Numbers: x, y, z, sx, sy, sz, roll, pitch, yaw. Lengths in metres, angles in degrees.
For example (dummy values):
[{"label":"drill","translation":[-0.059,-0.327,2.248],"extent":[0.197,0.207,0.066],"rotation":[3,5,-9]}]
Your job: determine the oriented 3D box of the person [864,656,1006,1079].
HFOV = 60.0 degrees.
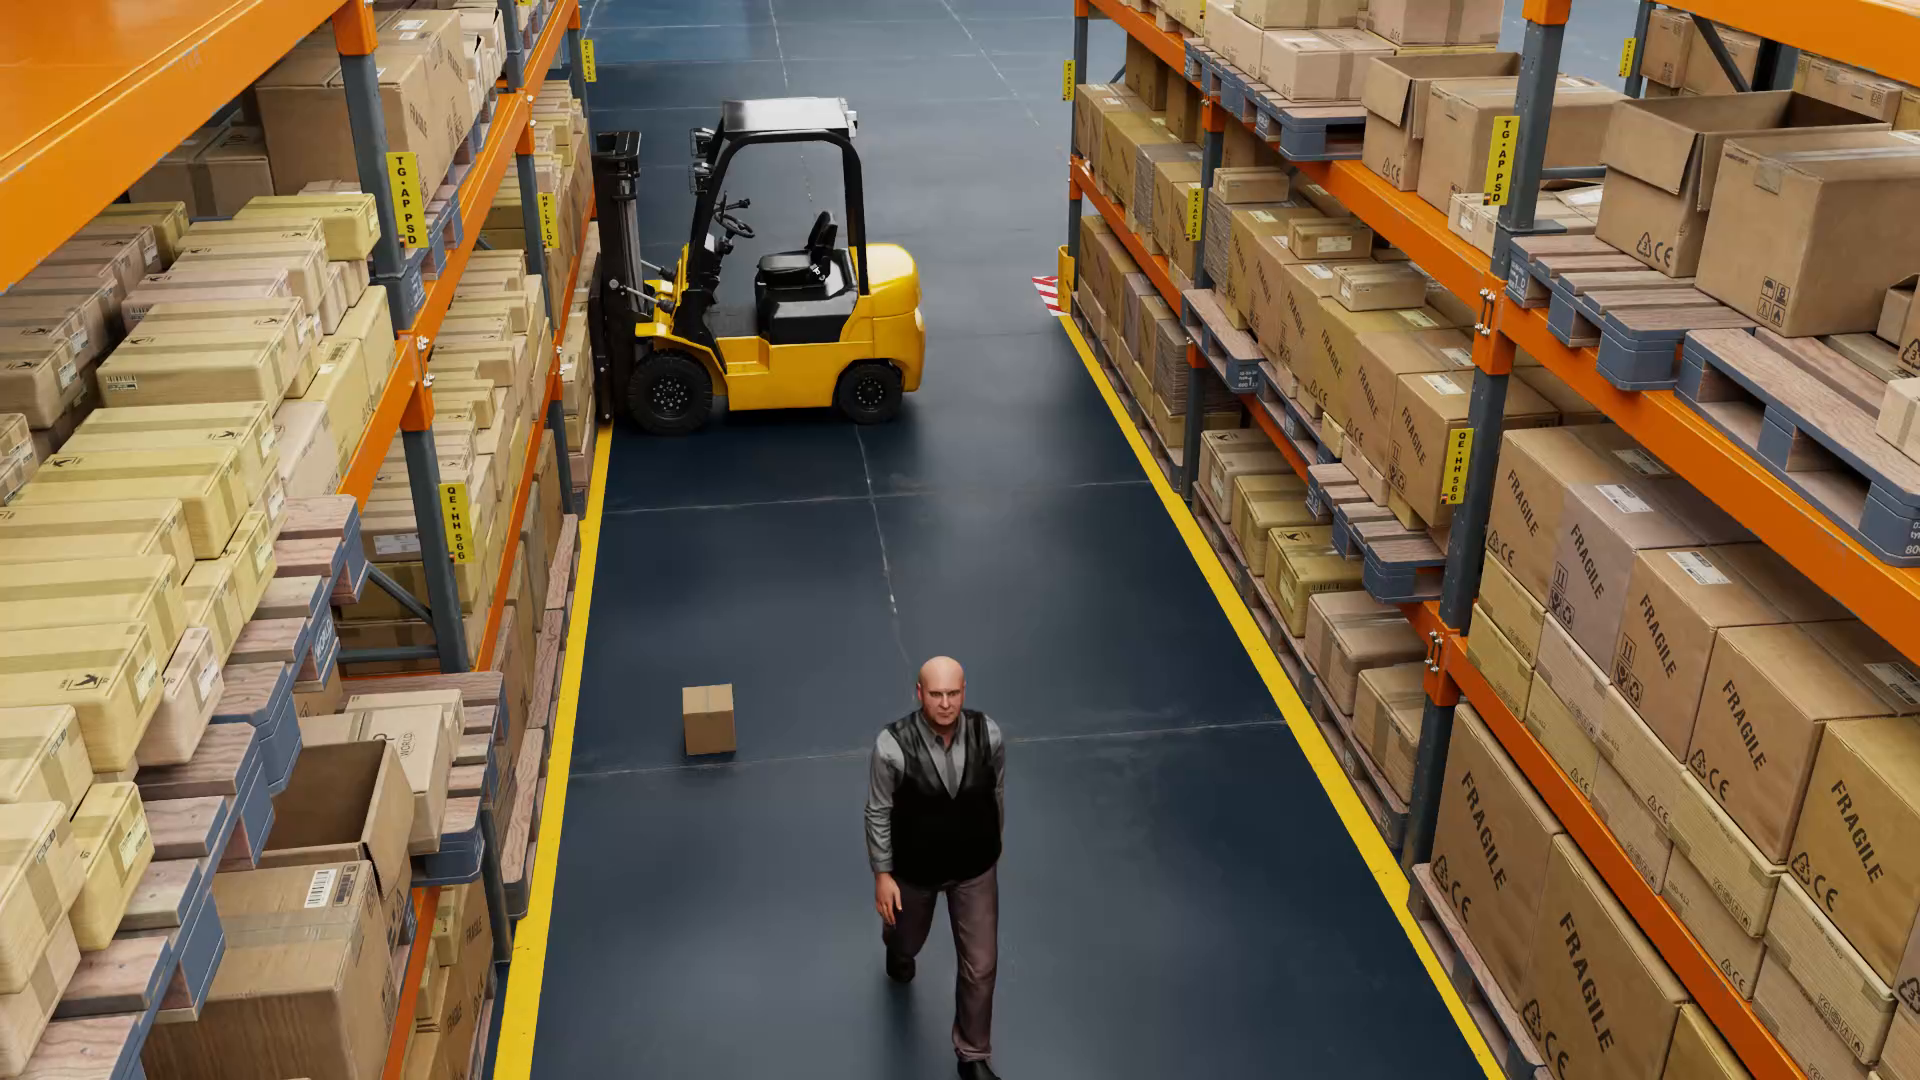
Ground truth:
[{"label":"person","translation":[-0.080,1.209,6.278],"extent":[0.559,1.679,0.985],"rotation":[-6,28,-11]}]
